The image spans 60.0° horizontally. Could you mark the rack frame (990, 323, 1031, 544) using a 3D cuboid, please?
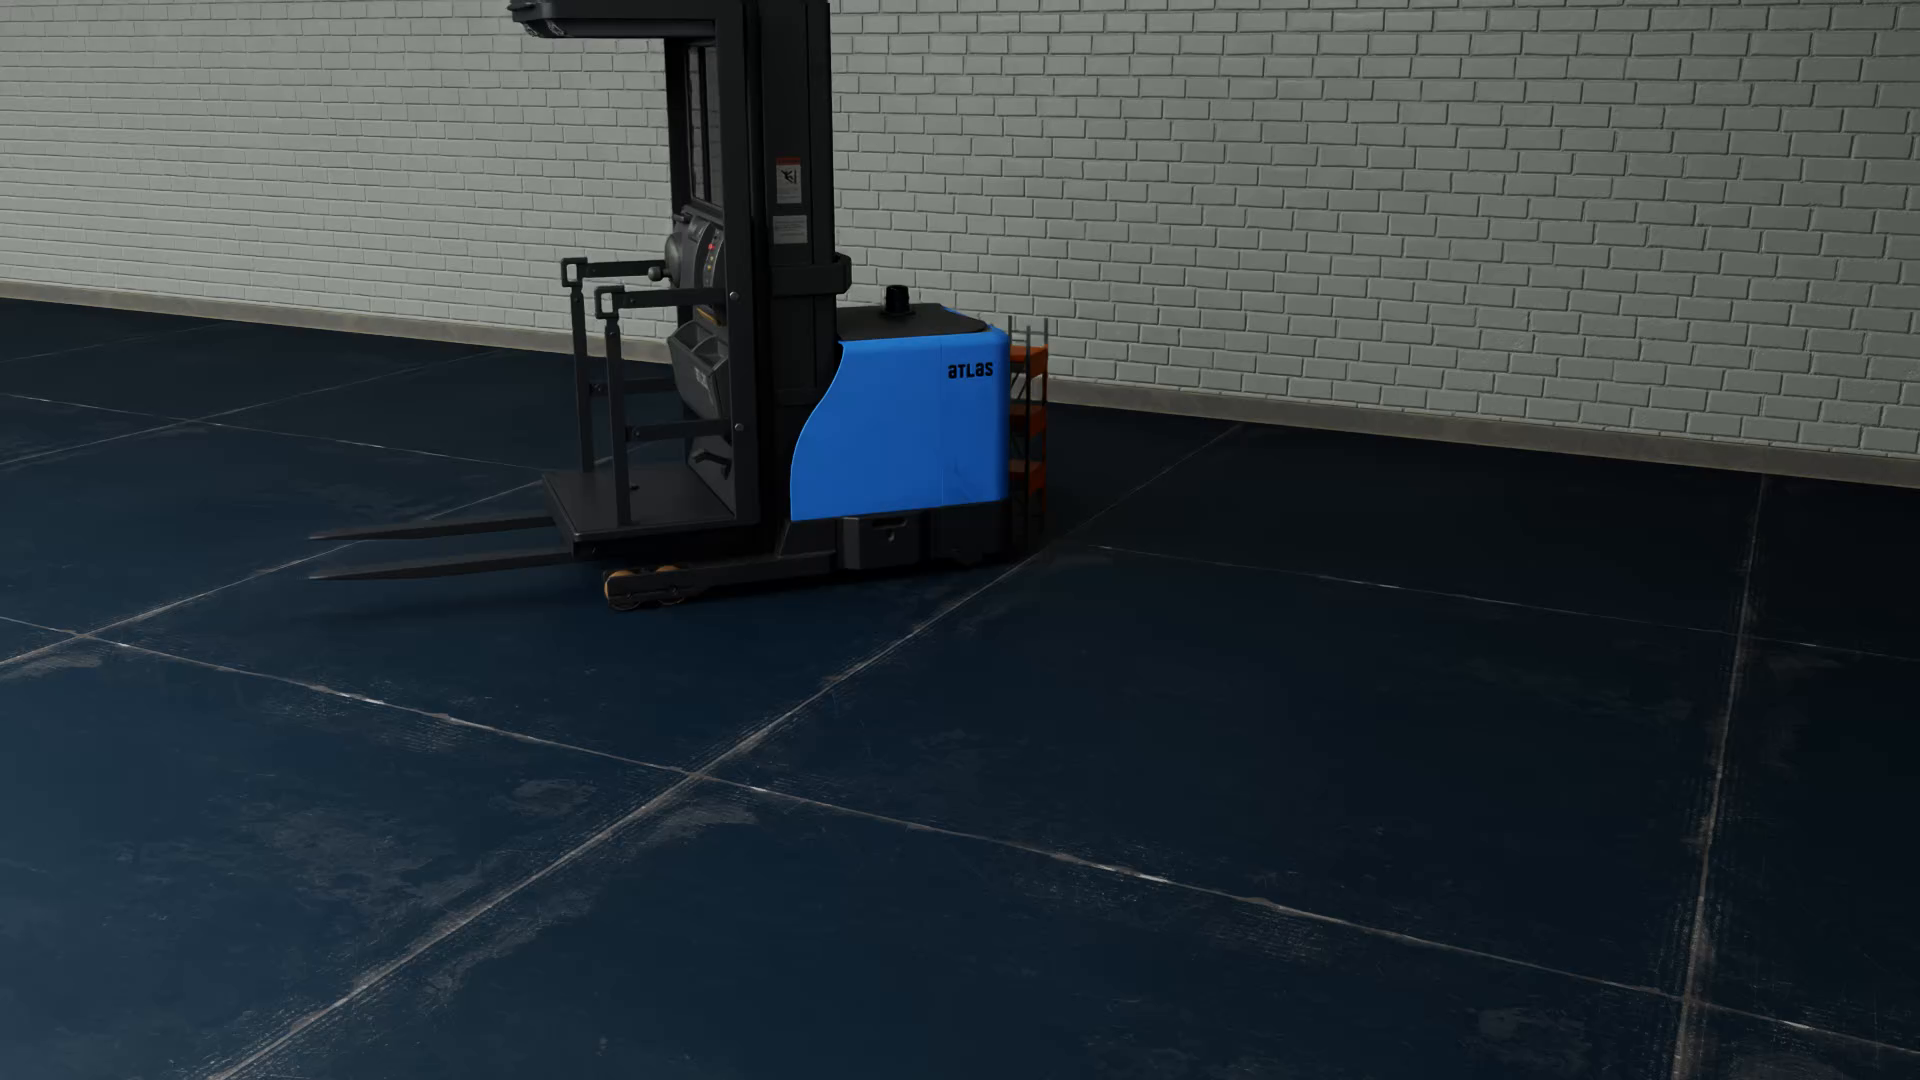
[{"bbox_3d":[0.231,-0.494,7.844,0.200,1.050,0.008,7,18,21],"label":"rack frame"}]

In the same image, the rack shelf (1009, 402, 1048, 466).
[{"bbox_3d":[0.277,-0.516,7.955,0.215,0.259,0.240,7,18,21],"label":"rack shelf"}]

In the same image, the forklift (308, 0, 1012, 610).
[{"bbox_3d":[-1.333,-1.278,7.179,3.031,2.935,1.130,-6,18,-20],"label":"forklift"}]

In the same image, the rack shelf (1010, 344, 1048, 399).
[{"bbox_3d":[0.277,-0.788,7.874,0.215,0.259,0.240,7,18,21],"label":"rack shelf"}]

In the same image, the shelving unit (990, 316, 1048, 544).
[{"bbox_3d":[0.277,-0.526,7.952,0.215,1.050,0.252,7,18,21],"label":"shelving unit"}]

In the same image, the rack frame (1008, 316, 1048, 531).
[{"bbox_3d":[0.322,-0.558,8.061,0.200,1.050,0.008,7,18,21],"label":"rack frame"}]

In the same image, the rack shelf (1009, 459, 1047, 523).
[{"bbox_3d":[0.277,-0.250,8.034,0.215,0.259,0.240,7,18,21],"label":"rack shelf"}]
